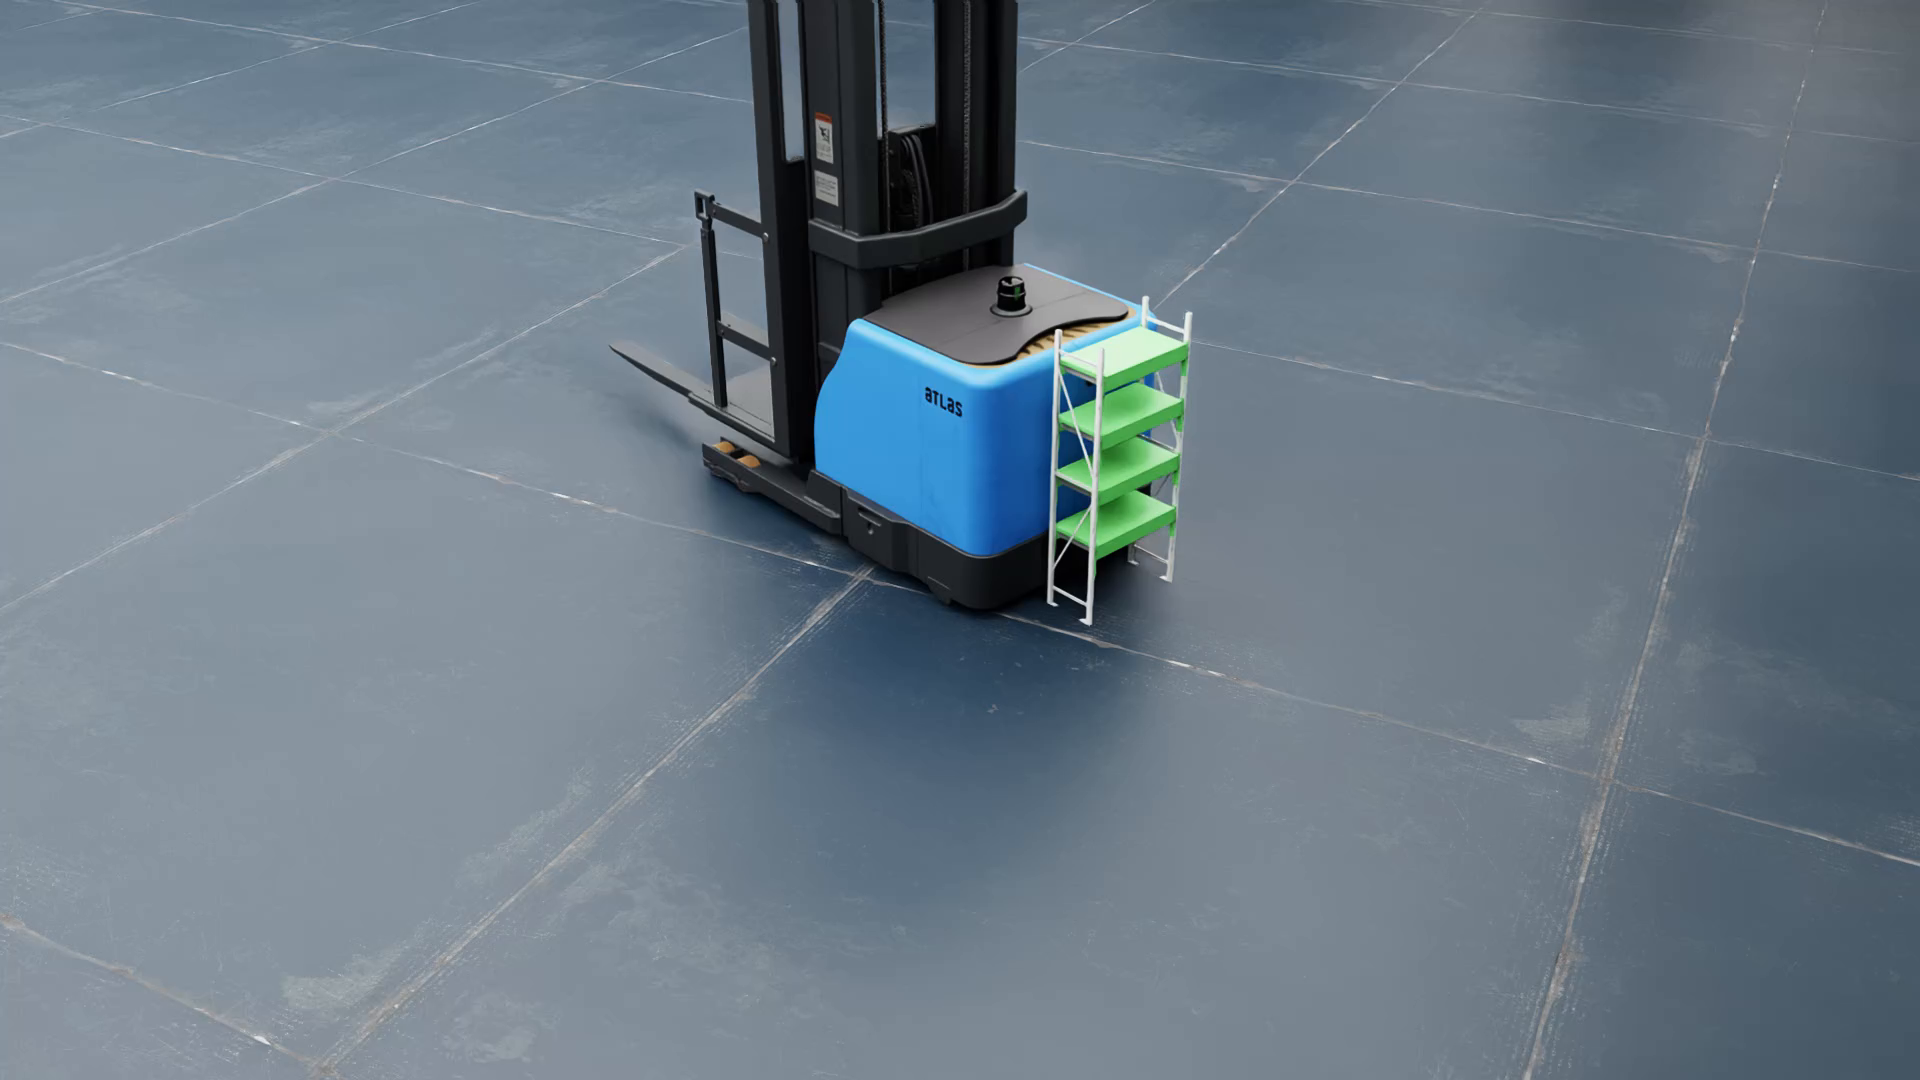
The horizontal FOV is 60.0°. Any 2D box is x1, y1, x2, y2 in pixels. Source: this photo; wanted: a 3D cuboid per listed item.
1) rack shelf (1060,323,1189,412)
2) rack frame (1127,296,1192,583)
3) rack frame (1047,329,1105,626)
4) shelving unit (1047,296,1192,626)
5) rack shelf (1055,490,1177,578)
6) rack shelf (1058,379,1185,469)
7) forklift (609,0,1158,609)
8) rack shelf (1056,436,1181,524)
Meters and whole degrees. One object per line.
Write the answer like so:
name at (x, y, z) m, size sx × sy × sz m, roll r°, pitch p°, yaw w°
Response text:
rack shelf at (0.622, -0.666, 6.369) m, size 0.480 × 0.148 × 0.258 m, roll -25°, pitch 38°, yaw -36°
rack frame at (0.801, -0.387, 6.720) m, size 0.015 × 1.200 × 0.240 m, roll -25°, pitch 38°, yaw -36°
rack frame at (0.443, -0.222, 6.432) m, size 0.015 × 1.200 × 0.240 m, roll -25°, pitch 38°, yaw -36°
shelving unit at (0.622, -0.305, 6.576) m, size 0.503 × 1.200 × 0.258 m, roll -25°, pitch 38°, yaw -36°
rack shelf at (0.622, -0.041, 6.727) m, size 0.480 × 0.148 × 0.258 m, roll -25°, pitch 38°, yaw -36°
rack shelf at (0.622, -0.458, 6.488) m, size 0.480 × 0.148 × 0.258 m, roll -25°, pitch 38°, yaw -36°
forklift at (-0.547, -1.643, 7.168) m, size 1.130 × 2.935 × 3.031 m, roll -24°, pitch 38°, yaw -36°
rack shelf at (0.622, -0.249, 6.608) m, size 0.480 × 0.148 × 0.258 m, roll -25°, pitch 38°, yaw -36°
